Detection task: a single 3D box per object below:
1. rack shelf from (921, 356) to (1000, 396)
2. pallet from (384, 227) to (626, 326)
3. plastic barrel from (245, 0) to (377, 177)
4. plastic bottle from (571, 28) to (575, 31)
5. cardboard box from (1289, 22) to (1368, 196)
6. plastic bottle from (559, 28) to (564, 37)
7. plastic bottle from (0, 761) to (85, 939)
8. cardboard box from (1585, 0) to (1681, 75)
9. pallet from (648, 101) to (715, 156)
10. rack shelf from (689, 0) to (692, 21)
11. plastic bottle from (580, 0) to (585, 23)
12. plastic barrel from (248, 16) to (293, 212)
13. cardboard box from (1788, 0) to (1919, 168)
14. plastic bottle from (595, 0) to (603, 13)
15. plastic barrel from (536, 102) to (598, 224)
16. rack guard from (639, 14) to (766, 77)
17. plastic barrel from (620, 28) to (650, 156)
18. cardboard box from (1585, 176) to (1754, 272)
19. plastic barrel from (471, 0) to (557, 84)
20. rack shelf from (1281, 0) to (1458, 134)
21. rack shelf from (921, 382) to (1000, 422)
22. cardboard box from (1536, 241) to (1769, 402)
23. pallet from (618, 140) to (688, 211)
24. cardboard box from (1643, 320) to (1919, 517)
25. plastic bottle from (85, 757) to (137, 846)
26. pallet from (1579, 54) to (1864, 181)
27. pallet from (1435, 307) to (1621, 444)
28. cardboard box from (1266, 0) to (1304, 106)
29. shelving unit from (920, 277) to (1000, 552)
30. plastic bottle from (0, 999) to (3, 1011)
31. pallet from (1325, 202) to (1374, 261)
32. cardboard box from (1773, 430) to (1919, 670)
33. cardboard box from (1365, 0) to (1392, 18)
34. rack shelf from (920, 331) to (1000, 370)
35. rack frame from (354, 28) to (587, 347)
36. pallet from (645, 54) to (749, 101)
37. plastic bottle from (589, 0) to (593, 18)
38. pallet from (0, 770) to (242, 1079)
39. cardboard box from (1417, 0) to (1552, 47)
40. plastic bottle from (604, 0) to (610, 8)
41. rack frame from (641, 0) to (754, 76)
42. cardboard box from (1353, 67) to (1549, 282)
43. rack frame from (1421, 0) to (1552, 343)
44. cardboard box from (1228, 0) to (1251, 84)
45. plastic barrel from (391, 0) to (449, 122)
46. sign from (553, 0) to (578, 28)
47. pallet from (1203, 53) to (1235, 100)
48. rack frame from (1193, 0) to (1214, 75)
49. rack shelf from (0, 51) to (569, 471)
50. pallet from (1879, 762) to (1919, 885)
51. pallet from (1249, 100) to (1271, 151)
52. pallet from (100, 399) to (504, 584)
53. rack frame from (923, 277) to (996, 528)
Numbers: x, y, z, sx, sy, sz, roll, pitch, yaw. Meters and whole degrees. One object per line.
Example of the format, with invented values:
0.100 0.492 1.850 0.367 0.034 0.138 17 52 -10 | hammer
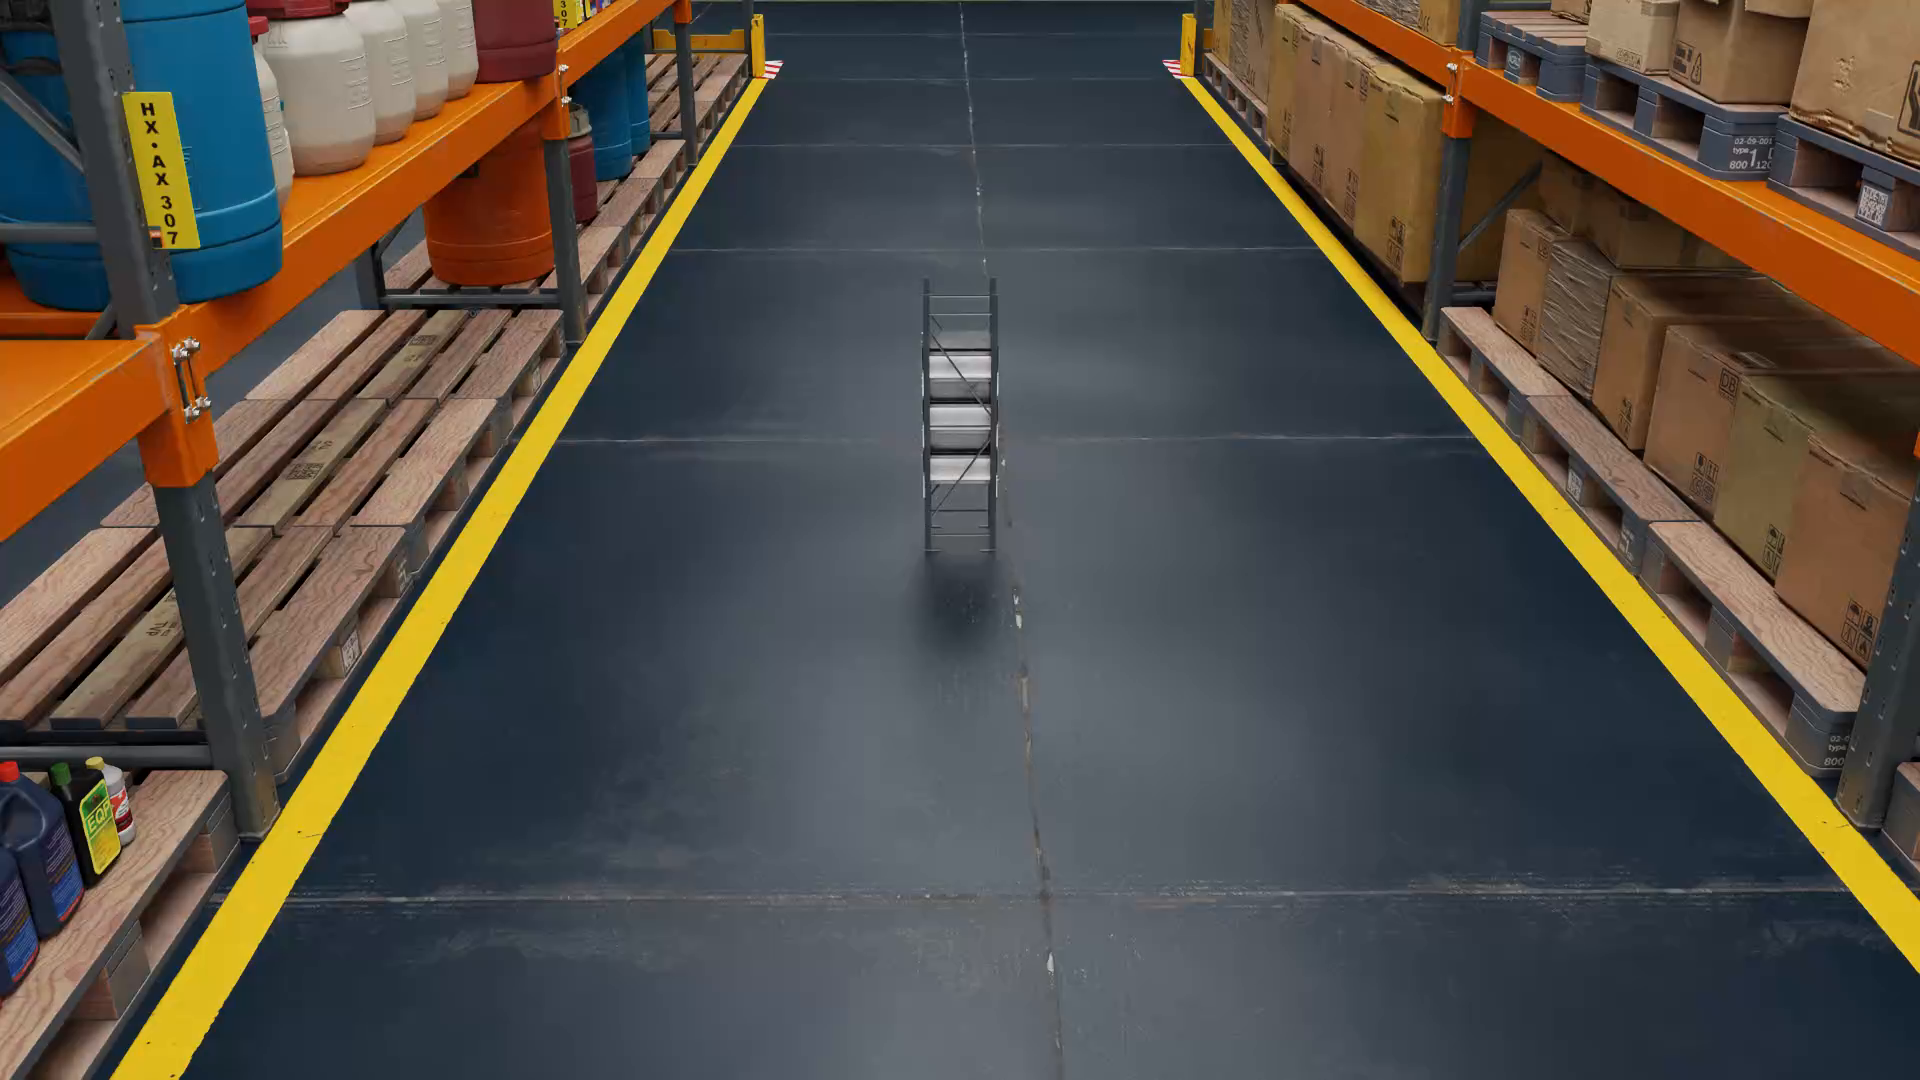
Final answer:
0.000 -0.547 5.512 0.258 0.077 0.200 0 24 -1 | rack shelf
-2.313 -1.348 8.474 1.003 0.211 1.213 0 24 -1 | pallet
-2.018 -1.405 5.052 0.433 0.535 0.433 0 24 0 | plastic barrel
-1.949 -2.608 8.026 0.152 0.276 0.135 0 24 -1 | plastic bottle
2.684 -2.556 9.830 1.225 0.875 0.875 -1 24 -2 | cardboard box
-1.919 -2.471 7.815 0.097 0.201 0.097 0 24 0 | plastic bottle
-1.924 0.625 3.409 0.144 0.351 0.185 -1 24 -2 | plastic bottle
2.478 -1.747 5.646 0.500 0.250 0.500 -1 24 -2 | cardboard box
-2.353 -2.974 12.070 1.003 0.211 1.213 0 24 -1 | pallet
-2.328 -4.438 12.797 1.077 0.370 4.000 0 24 -1 | rack shelf
-1.924 -2.677 8.269 0.097 0.201 0.097 0 24 0 | plastic bottle
-2.010 -1.103 4.383 0.433 0.535 0.433 0 24 0 | plastic barrel
2.865 -1.461 4.102 1.000 1.000 1.000 0 24 0 | cardboard box
-1.911 -2.897 8.657 0.061 0.283 0.133 0 24 -1 | plastic bottle
-2.297 -2.053 9.067 0.600 0.588 0.708 0 24 -1 | plastic barrel
-2.363 -4.461 15.007 1.175 0.500 0.348 0 24 -1 | rack guard
-2.317 -2.953 10.676 0.600 0.901 0.708 0 24 -1 | plastic barrel
2.743 -1.225 6.408 0.500 0.250 0.500 2 24 5 | cardboard box
-1.955 -2.166 6.734 0.600 0.536 0.708 0 24 -1 | plastic barrel
2.668 -2.812 9.201 1.077 0.370 4.000 0 24 -1 | rack shelf
0.000 -0.465 5.549 0.258 0.077 0.200 0 24 -1 | rack shelf
2.736 -0.873 6.540 0.700 0.500 0.500 -2 24 -5 | cardboard box
-2.339 -2.353 10.697 1.003 0.211 1.213 0 24 -1 | pallet
2.756 -0.410 5.515 0.700 0.500 0.500 -2 24 -5 | cardboard box
-1.903 0.577 3.696 0.097 0.201 0.097 0 24 0 | plastic bottle
2.753 -1.413 5.467 1.003 0.211 1.213 0 24 -1 | pallet
2.697 -0.724 7.094 1.003 0.211 1.213 0 24 -1 | pallet
2.719 -3.460 11.829 0.875 0.875 0.875 0 24 -1 | cardboard box
0.000 -0.413 5.572 0.258 0.900 0.210 0 24 -1 | shelving unit
-1.878 0.802 3.100 0.061 0.283 0.133 1 24 3 | plastic bottle
2.747 -1.872 9.633 1.003 0.211 1.213 0 24 -1 | pallet
2.749 0.018 4.571 0.700 0.500 0.500 -2 24 -5 | cardboard box
2.429 -2.983 8.585 0.500 0.500 0.500 -1 24 -2 | cardboard box
0.000 -0.629 5.474 0.258 0.077 0.200 0 24 -1 | rack shelf
-2.263 -2.294 7.182 1.000 3.000 0.127 0 24 -1 | rack frame
-2.380 -3.980 14.293 1.003 0.211 1.213 0 24 -1 | pallet
-1.927 -2.804 8.465 0.097 0.271 0.097 0 24 0 | plastic bottle
-2.253 0.902 3.500 1.003 0.211 1.213 0 24 -1 | pallet
2.437 -2.564 7.658 0.500 0.500 0.500 0 24 1 | cardboard box
-1.959 -2.989 8.868 0.152 0.276 0.135 0 24 -1 | plastic bottle
-2.350 -5.590 14.471 1.000 3.000 0.127 0 24 -1 | rack frame
2.703 -1.824 8.211 1.225 0.875 0.875 -1 24 -3 | cardboard box
2.690 -2.316 7.231 1.000 3.000 0.127 0 24 -1 | rack frame
2.700 -4.198 13.460 0.875 0.875 0.875 0 24 -1 | cardboard box
-2.033 -1.748 5.840 0.421 0.512 0.421 0 24 0 | plastic barrel
-1.712 -2.374 7.160 0.100 0.325 0.005 0 24 -1 | sign
2.690 -4.013 14.367 1.003 0.211 1.213 0 24 -1 | pallet
2.603 -5.613 14.520 1.000 3.000 0.127 0 24 -1 | rack frame
-2.241 -1.142 5.508 1.077 0.370 4.000 0 24 -1 | rack shelf
2.776 0.879 3.550 1.003 0.211 1.213 0 24 -1 | pallet
2.716 -3.008 12.144 1.003 0.211 1.213 0 24 -1 | pallet
-2.282 -0.202 5.941 1.003 0.211 1.213 0 24 -1 | pallet
-0.001 -0.455 5.665 0.240 0.900 0.006 0 24 -1 | rack frame
